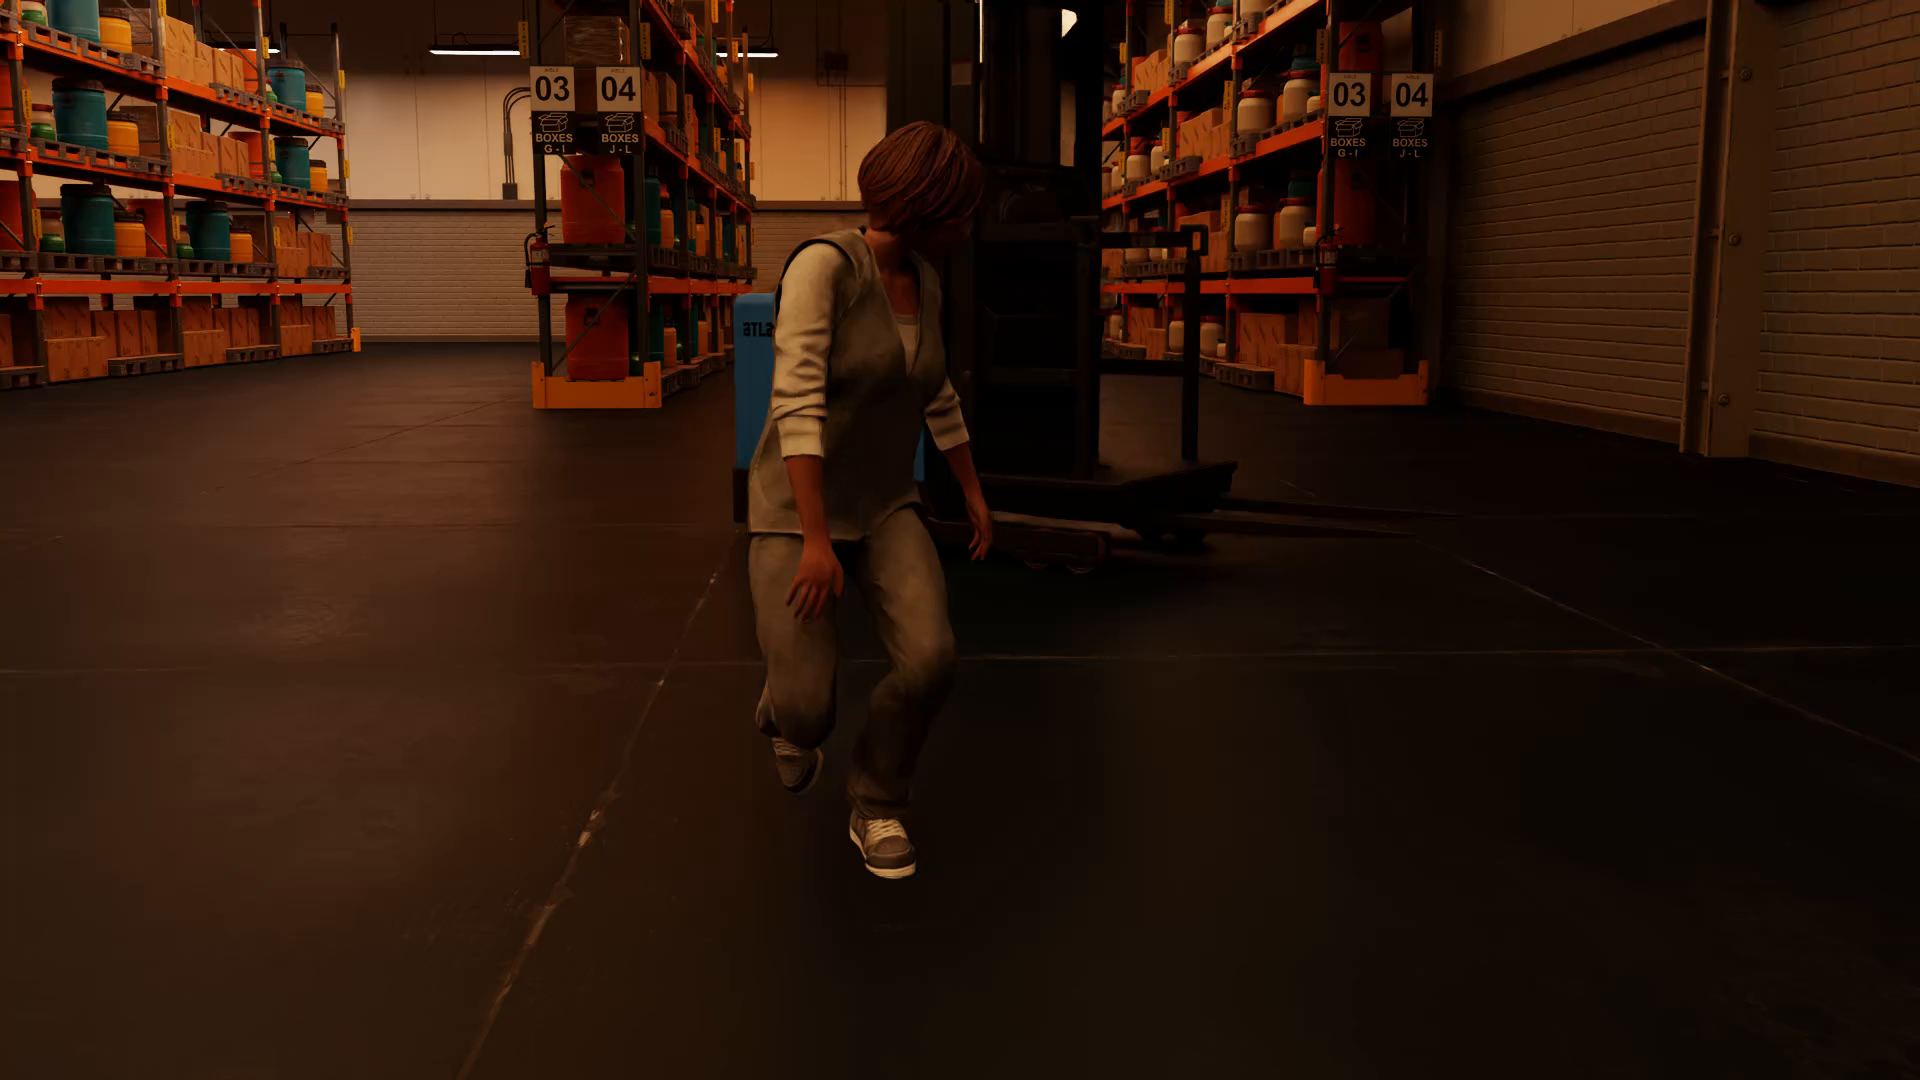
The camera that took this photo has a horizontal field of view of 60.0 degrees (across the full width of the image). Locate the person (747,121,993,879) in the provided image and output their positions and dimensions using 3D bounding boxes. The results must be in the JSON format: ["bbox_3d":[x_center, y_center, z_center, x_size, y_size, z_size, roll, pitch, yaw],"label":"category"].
[{"bbox_3d":[-0.184,-0.077,3.196,0.580,1.393,0.635,-5,10,-32],"label":"person"}]

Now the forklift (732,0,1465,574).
[{"bbox_3d":[0.511,-1.408,6.810,3.031,2.935,1.130,5,10,32],"label":"forklift"}]
